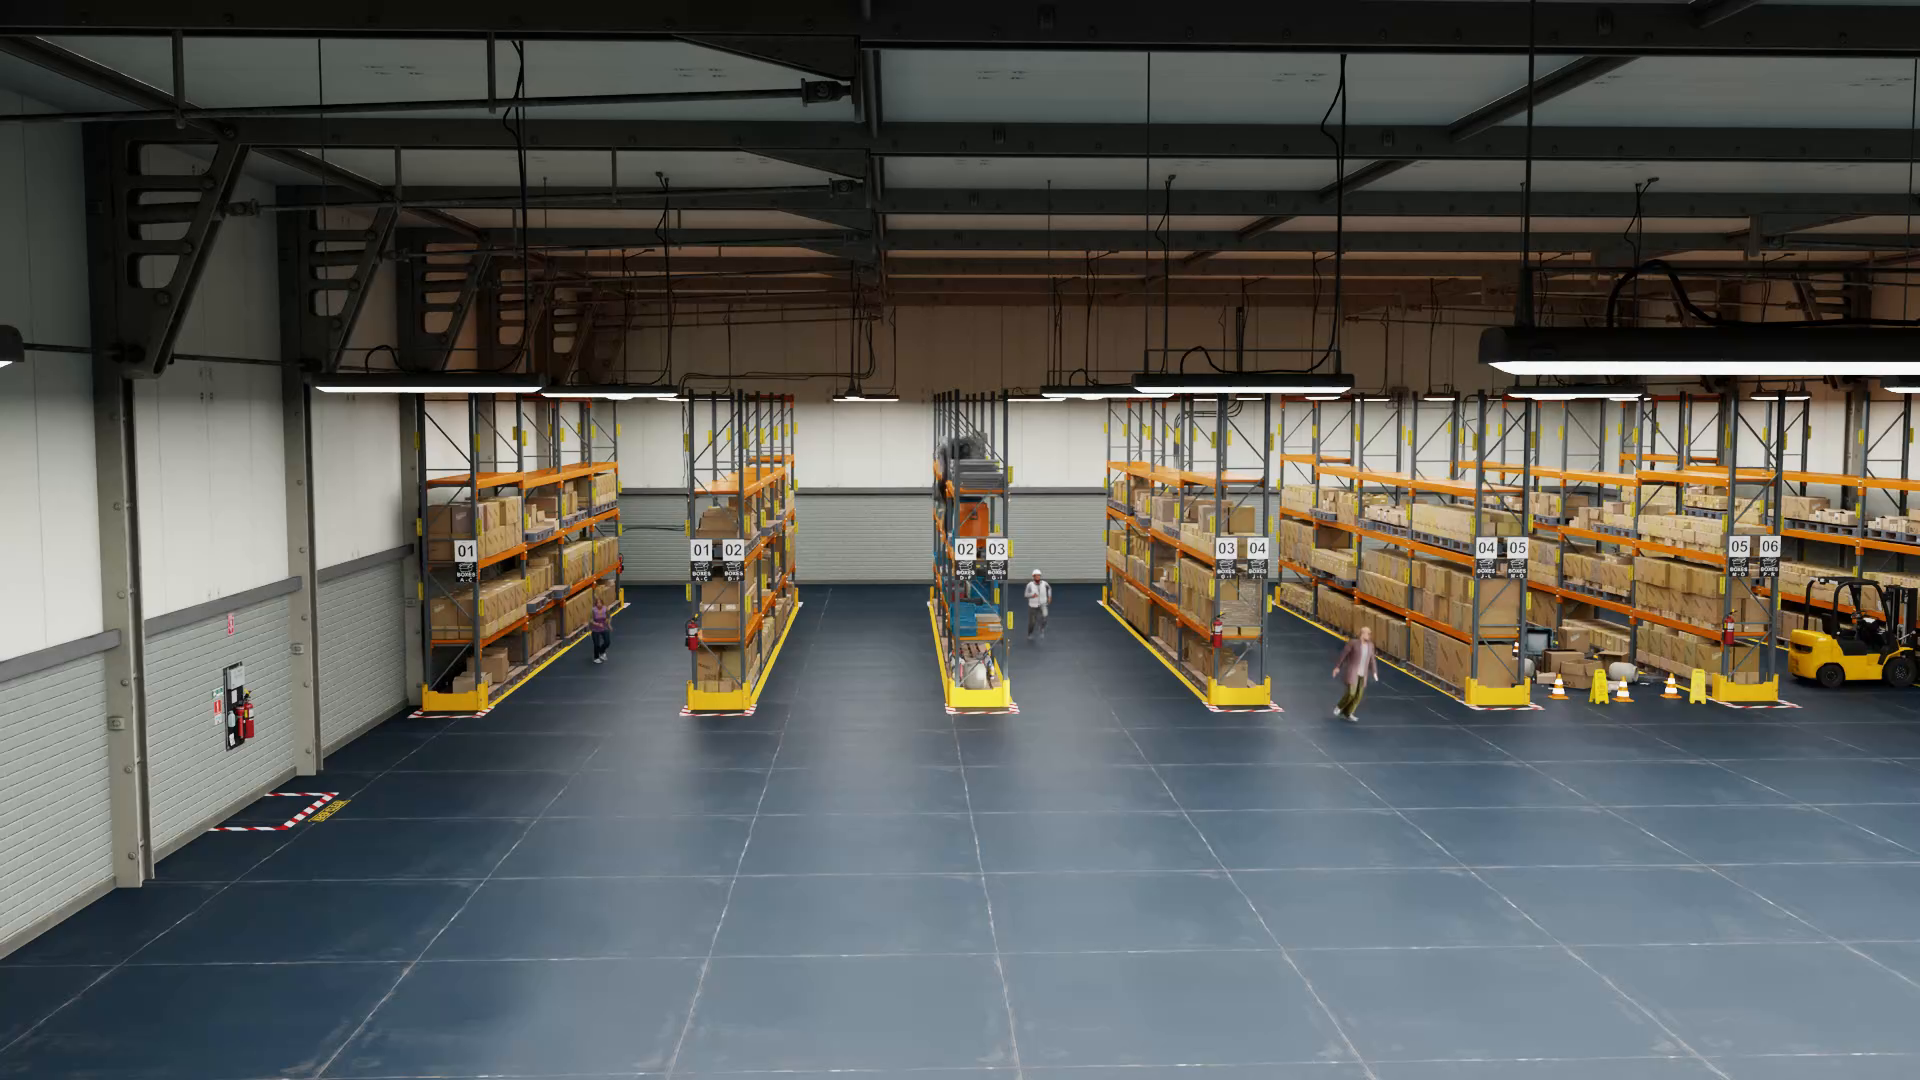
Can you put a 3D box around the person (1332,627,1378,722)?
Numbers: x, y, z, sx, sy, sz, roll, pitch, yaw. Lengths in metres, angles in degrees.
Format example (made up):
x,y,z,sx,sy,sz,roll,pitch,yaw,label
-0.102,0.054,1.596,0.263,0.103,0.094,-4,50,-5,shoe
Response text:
x,y,z,sx,sy,sz,roll,pitch,yaw,label
7.124,2.413,30.058,0.745,1.738,0.609,-2,5,-25,person

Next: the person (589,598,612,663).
x,y,z,sx,sy,sz,roll,pitch,yaw,label
-7.923,1.997,36.624,0.536,1.492,0.745,-2,5,-26,person

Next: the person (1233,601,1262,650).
x,y,z,sx,sy,sz,roll,pitch,yaw,label
6.723,1.714,38.792,0.716,1.697,0.621,1,5,6,person

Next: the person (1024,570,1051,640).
x,y,z,sx,sy,sz,roll,pitch,yaw,label
1.856,1.557,39.714,0.664,1.728,0.939,0,5,-4,person
